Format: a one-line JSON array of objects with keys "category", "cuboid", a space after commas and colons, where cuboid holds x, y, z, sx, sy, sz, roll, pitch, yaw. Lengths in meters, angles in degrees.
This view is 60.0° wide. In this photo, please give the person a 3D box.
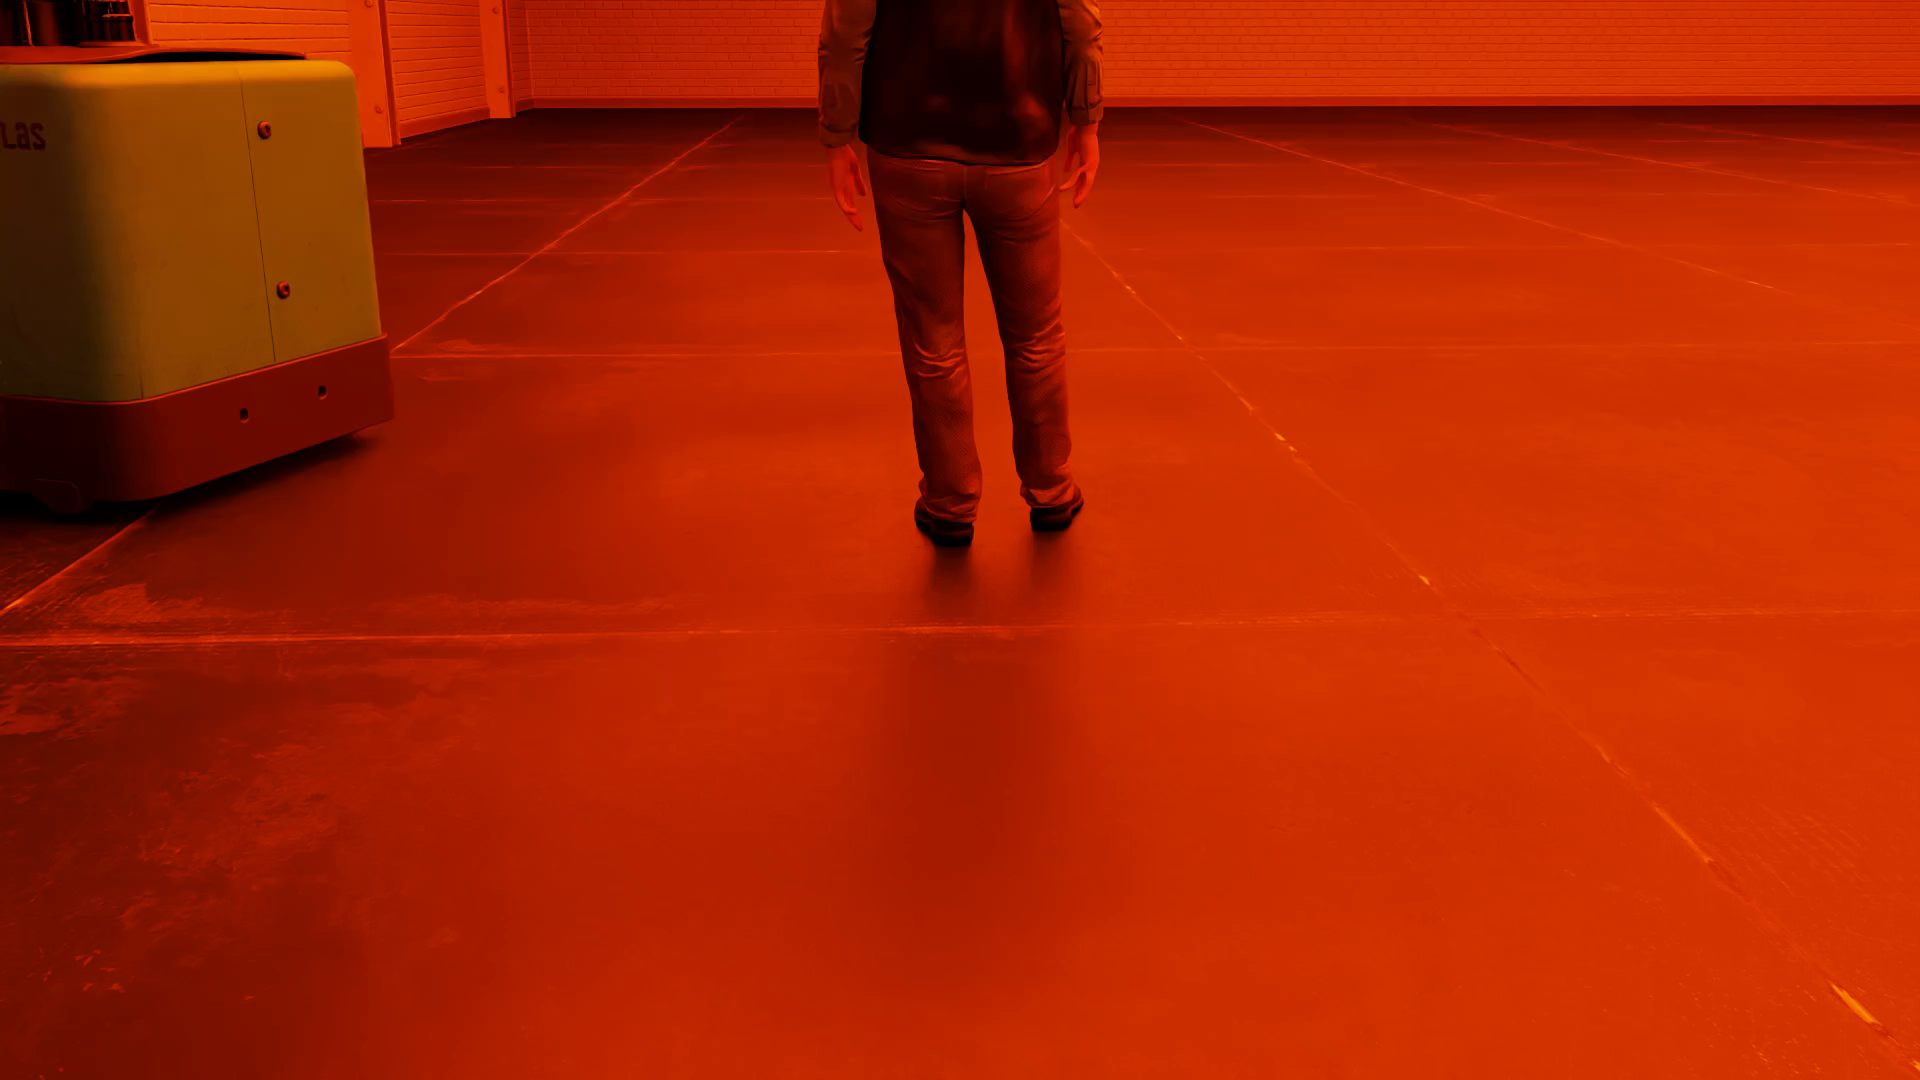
[{"category": "person", "cuboid": [0.005, -0.848, 3.724, 0.632, 1.720, 0.568, -1, 17, -3]}]

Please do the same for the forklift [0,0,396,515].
[{"category": "forklift", "cuboid": [-3.218, -1.699, 4.461, 3.031, 2.935, 1.130, 5, 18, 17]}]
